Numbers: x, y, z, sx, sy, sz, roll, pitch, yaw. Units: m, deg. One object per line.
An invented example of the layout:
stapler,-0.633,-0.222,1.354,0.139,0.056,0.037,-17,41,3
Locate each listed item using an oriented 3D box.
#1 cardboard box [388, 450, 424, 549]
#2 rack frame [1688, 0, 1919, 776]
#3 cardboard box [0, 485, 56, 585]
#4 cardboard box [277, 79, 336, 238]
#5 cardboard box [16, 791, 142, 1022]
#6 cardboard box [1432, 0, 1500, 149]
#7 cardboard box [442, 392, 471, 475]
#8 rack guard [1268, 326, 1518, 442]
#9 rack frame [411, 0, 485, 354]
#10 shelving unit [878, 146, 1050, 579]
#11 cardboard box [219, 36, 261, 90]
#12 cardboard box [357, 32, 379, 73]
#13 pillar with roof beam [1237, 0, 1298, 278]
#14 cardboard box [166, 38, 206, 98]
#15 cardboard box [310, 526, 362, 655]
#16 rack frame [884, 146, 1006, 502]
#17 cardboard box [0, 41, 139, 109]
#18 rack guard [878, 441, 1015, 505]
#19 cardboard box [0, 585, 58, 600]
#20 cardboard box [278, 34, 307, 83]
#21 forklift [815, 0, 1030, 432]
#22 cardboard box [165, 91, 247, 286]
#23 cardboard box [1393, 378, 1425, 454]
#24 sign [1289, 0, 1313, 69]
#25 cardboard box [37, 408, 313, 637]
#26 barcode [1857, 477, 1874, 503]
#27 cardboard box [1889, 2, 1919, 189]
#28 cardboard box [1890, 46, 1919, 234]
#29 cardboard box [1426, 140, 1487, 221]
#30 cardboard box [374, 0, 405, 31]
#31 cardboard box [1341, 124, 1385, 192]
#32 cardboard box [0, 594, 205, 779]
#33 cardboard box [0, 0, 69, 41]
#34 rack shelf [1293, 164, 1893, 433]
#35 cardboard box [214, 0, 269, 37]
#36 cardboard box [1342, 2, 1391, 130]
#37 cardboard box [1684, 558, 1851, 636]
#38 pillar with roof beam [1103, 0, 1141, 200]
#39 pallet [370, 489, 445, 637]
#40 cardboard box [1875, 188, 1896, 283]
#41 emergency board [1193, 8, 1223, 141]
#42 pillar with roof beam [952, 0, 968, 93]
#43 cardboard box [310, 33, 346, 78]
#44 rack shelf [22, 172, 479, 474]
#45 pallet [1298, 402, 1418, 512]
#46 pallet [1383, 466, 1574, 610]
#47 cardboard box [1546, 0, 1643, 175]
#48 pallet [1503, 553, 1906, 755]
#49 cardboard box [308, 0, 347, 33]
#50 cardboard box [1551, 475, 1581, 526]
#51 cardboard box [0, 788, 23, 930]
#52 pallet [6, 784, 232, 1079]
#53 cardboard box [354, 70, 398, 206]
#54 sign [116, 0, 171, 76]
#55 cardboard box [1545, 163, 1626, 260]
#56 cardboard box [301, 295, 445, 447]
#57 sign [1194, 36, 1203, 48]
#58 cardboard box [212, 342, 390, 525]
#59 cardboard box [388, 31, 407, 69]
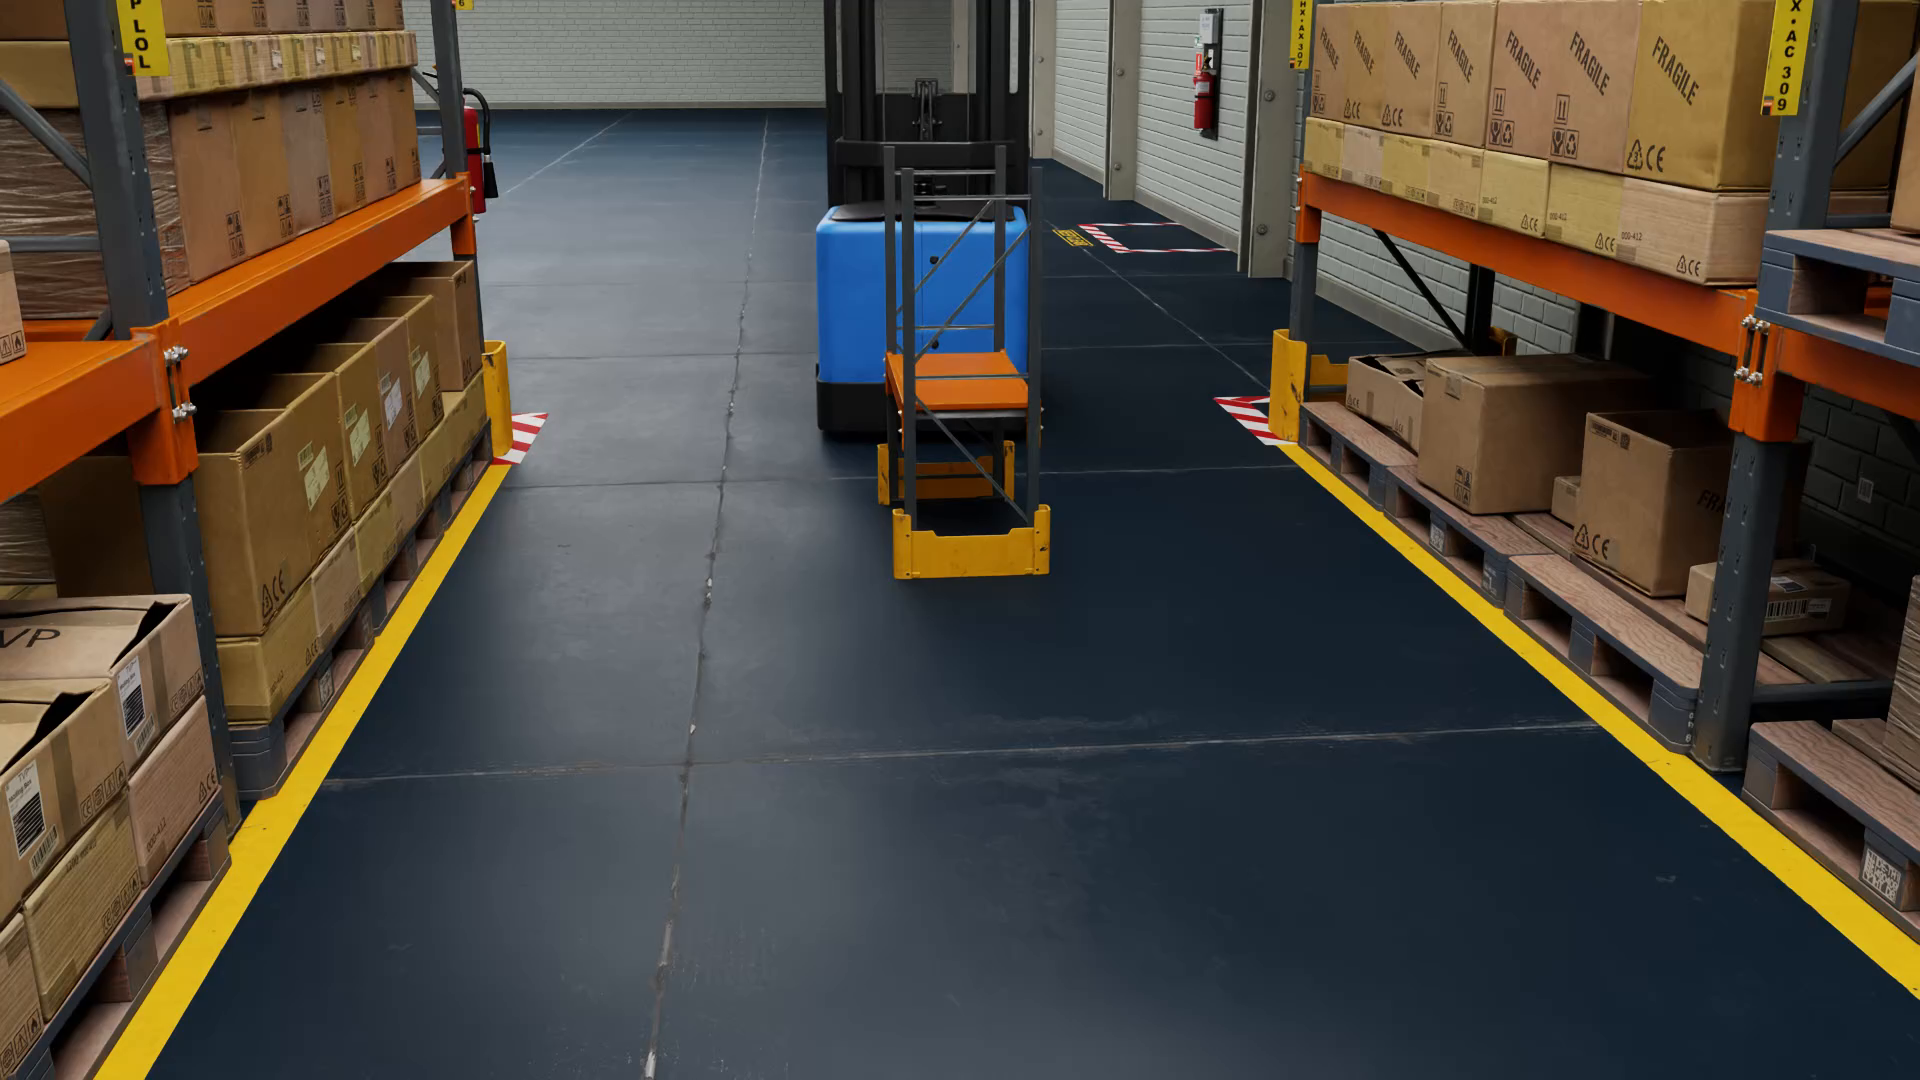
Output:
cardboard box,-2.253,-0.142,6.012,0.500,0.250,0.500,-2,18,-6
rack frame,2.570,-0.814,4.261,1.000,3.000,0.127,-2,18,-6
cardboard box,-2.662,-0.186,4.901,0.500,0.500,0.500,-2,18,-6
cardboard box,-2.571,-1.298,5.638,0.700,0.500,0.500,-1,17,-4
cardboard box,-1.975,0.717,3.273,0.500,0.250,0.500,-2,18,-6
cardboard box,2.061,-1.694,6.032,0.500,0.500,0.500,-1,17,-4
cardboard box,-2.357,-0.440,6.961,0.500,0.250,0.500,-2,18,-6
rack guard,2.165,-0.790,8.359,1.175,0.500,0.348,-2,18,-6
rack frame,-2.769,-1.851,7.566,1.000,3.000,0.127,-2,18,-6
shelving unit,-0.008,-0.738,6.525,0.587,1.500,1.083,-2,18,-6
cardboard box,-2.298,-1.407,4.901,0.380,0.149,0.250,-2,18,-7
cardboard box,-2.462,-1.871,6.380,0.380,0.149,0.250,-2,17,-5
pillar with roof beam,-1.811,-6.340,11.849,9.100,9.000,0.400,-2,18,-6
cardboard box,-2.246,-1.254,4.415,0.380,0.149,0.250,-2,18,-7
cardboard box,-2.149,0.155,5.064,0.500,0.250,0.500,-2,18,-6
rack frame,-0.061,-0.892,7.016,0.500,1.500,0.032,-2,18,-6
cardboard box,-2.192,-1.103,3.932,0.380,0.149,0.250,-2,18,-6
rack guard,-0.059,-0.290,7.185,0.587,0.250,0.087,-2,18,-6
cardboard box,-2.622,0.321,4.537,0.500,0.250,0.500,-2,18,-6
cardboard box,-2.355,-1.564,5.401,0.380,0.149,0.250,-2,18,-6
forklift,-0.171,-2.314,9.155,1.130,2.935,3.031,0,17,0
cardboard box,-2.470,-0.996,4.675,0.700,0.500,0.500,-2,18,-6
cardboard box,2.198,-0.554,7.187,0.500,0.311,0.500,0,17,-1
sign,1.618,-2.402,7.873,0.100,0.325,0.005,-2,18,-6
cardboard box,-2.093,-0.054,4.477,0.500,0.500,0.500,-2,18,-6
barcode,2.753,-0.152,5.057,0.001,0.075,0.075,-2,18,-6
cardboard box,2.729,-1.256,4.634,0.500,0.500,0.500,-2,18,-7
cardboard box,2.589,-0.918,3.693,0.700,0.500,0.500,-2,18,-5
cardboard box,2.056,-1.331,6.126,0.500,0.250,0.500,-2,18,-5
cardboard box,-2.728,-2.363,6.862,0.700,0.500,0.500,-2,18,-5
cardboard box,1.960,-1.634,7.090,0.500,0.250,0.500,-2,18,-7
cardboard box,-2.030,0.296,3.679,0.500,0.311,0.500,-2,18,-6
cardboard box,-2.409,-1.458,3.981,0.700,0.500,0.500,-2,18,-5
rack shelf,2.364,-1.066,6.266,1.077,0.370,4.000,-2,18,-6
cardboard box,-2.513,-1.758,4.936,0.700,0.500,0.500,-2,18,-6
cardboard box,1.949,-2.002,7.011,0.500,0.500,0.500,-2,18,-5
cardboard box,2.485,0.170,5.124,0.380,0.166,0.250,-4,18,-13
pillar with roof beam,-2.429,-8.128,17.543,9.100,9.000,0.400,-2,18,-6
pallet,-2.526,0.068,6.107,1.003,0.211,1.213,-2,18,-6
cardboard box,2.735,-0.898,4.747,0.500,0.250,0.500,-2,17,-5
emergency board,2.254,-4.349,15.520,0.194,1.169,0.643,-2,18,-6
pillar with roof beam,-4.286,-13.491,34.625,9.100,9.000,0.400,-2,18,-6
cardboard box,-2.405,-1.715,5.881,0.380,0.149,0.250,-1,17,-4
rack shelf,-2.563,-0.912,5.775,1.077,0.370,4.000,-2,18,-6
pallet,2.214,-0.409,7.628,1.003,0.211,1.213,-2,18,-6
pallet,2.337,-0.046,6.473,1.003,0.211,1.213,-2,18,-6
cardboard box,2.157,-1.389,5.059,0.500,0.500,0.500,-2,18,-6
pallet,2.466,0.318,5.312,1.003,0.211,1.213,-2,18,-6
cardboard box,-2.616,-2.056,5.885,0.700,0.500,0.500,-2,18,-5
cardboard box,2.425,-0.140,6.142,0.380,0.149,0.250,-3,18,-10
cardboard box,-1.921,0.600,2.712,0.500,0.311,0.500,-2,18,-6
pallet,-2.242,0.889,3.492,1.003,0.211,1.213,-2,18,-6
cardboard box,-2.675,-1.603,6.609,0.700,0.500,0.500,-1,17,-4
sign,-1.818,-1.194,3.671,0.100,0.325,0.005,-2,18,-6
cardboard box,2.177,-1.032,5.173,0.500,0.250,0.500,-2,18,-5
cardboard box,-2.300,-0.649,6.375,0.500,0.500,0.500,-2,18,-6
sign,2.292,-4.785,15.965,0.001,0.109,0.331,-2,18,-6
cardboard box,-2.196,-0.351,5.426,0.500,0.500,0.500,-2,18,-6
cardboard box,-2.512,-2.022,6.861,0.380,0.149,0.250,-1,17,-4
